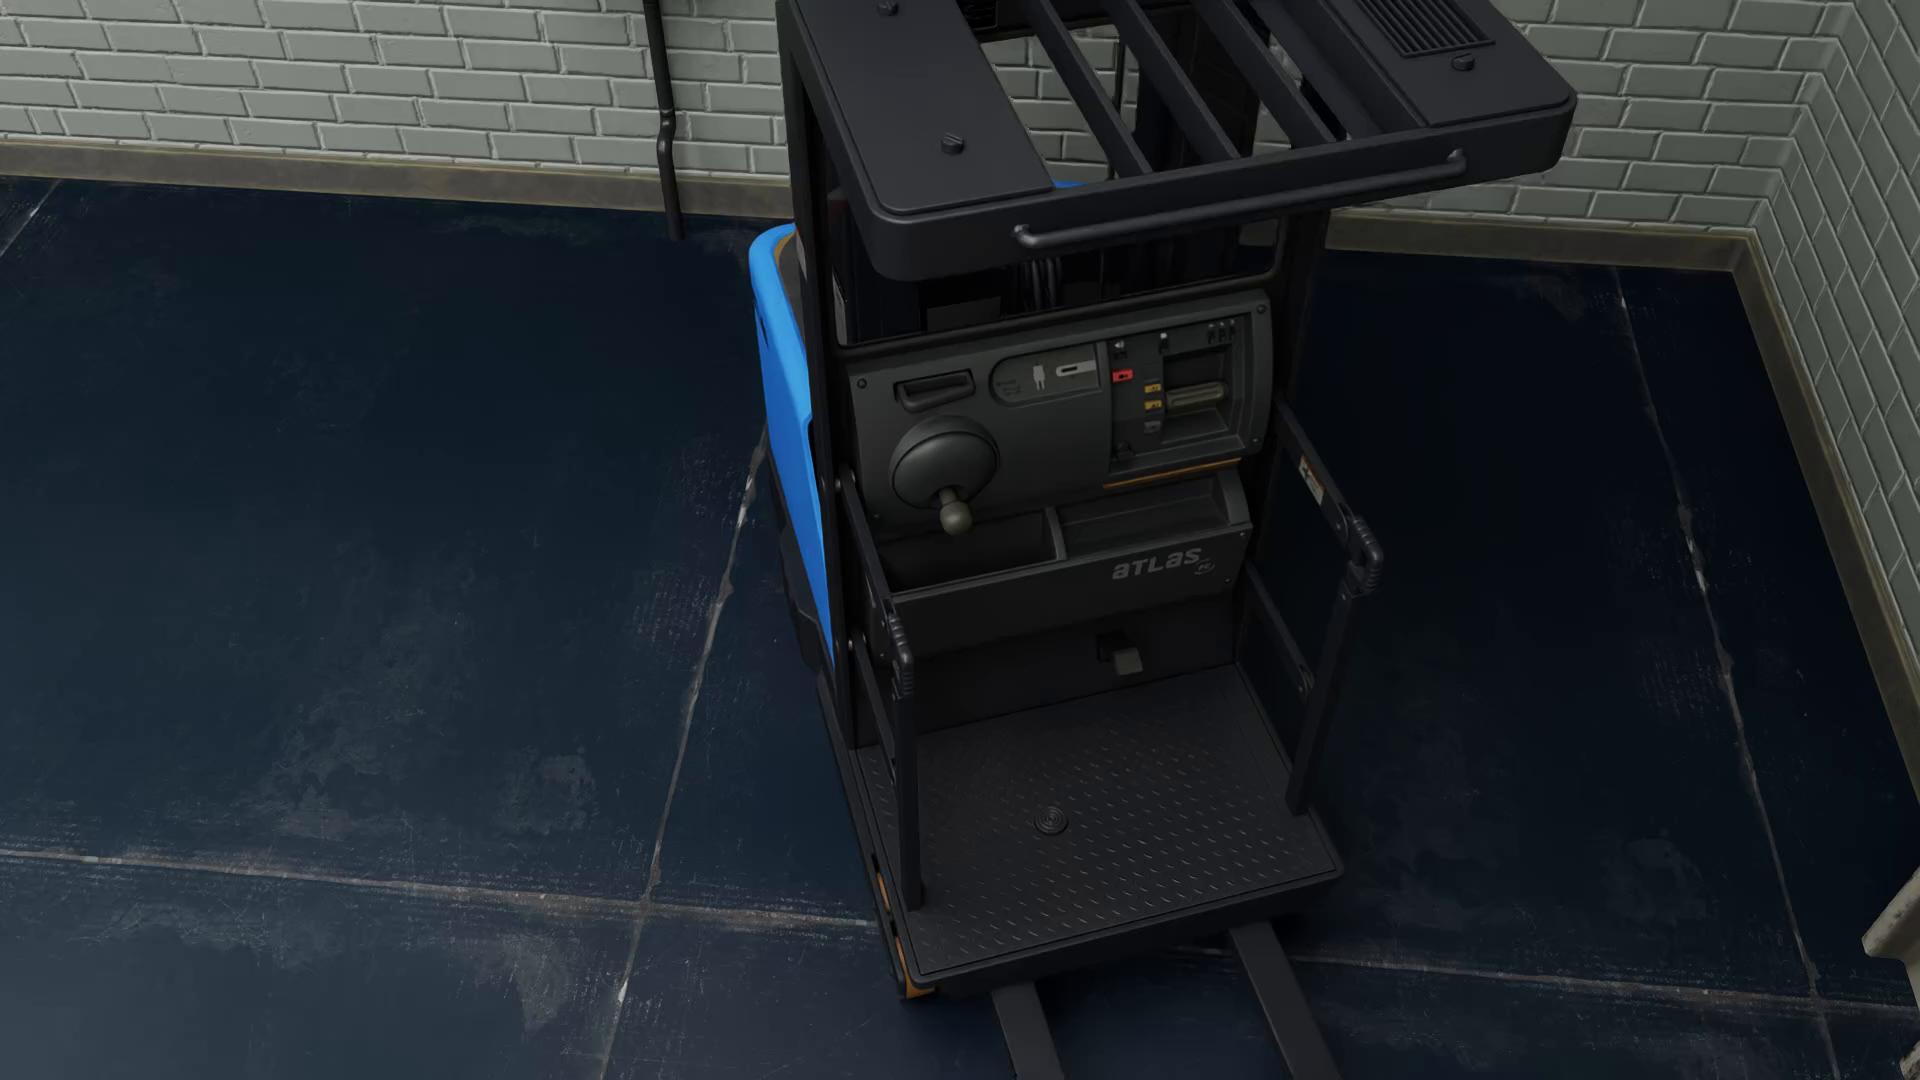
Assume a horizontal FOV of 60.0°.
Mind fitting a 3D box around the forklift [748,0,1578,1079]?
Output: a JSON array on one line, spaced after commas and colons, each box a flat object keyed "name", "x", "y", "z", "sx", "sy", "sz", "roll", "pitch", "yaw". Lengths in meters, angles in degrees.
[{"name": "forklift", "x": 0.289, "y": -0.170, "z": 3.419, "sx": 1.130, "sy": 2.935, "sz": 3.031, "roll": -12, "pitch": 49, "yaw": -10}]

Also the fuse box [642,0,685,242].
[{"name": "fuse box", "x": -1.046, "y": -1.702, "z": 5.647, "sx": 0.539, "sy": 1.711, "sz": 0.414, "roll": 4, "pitch": 48, "yaw": 4}]
